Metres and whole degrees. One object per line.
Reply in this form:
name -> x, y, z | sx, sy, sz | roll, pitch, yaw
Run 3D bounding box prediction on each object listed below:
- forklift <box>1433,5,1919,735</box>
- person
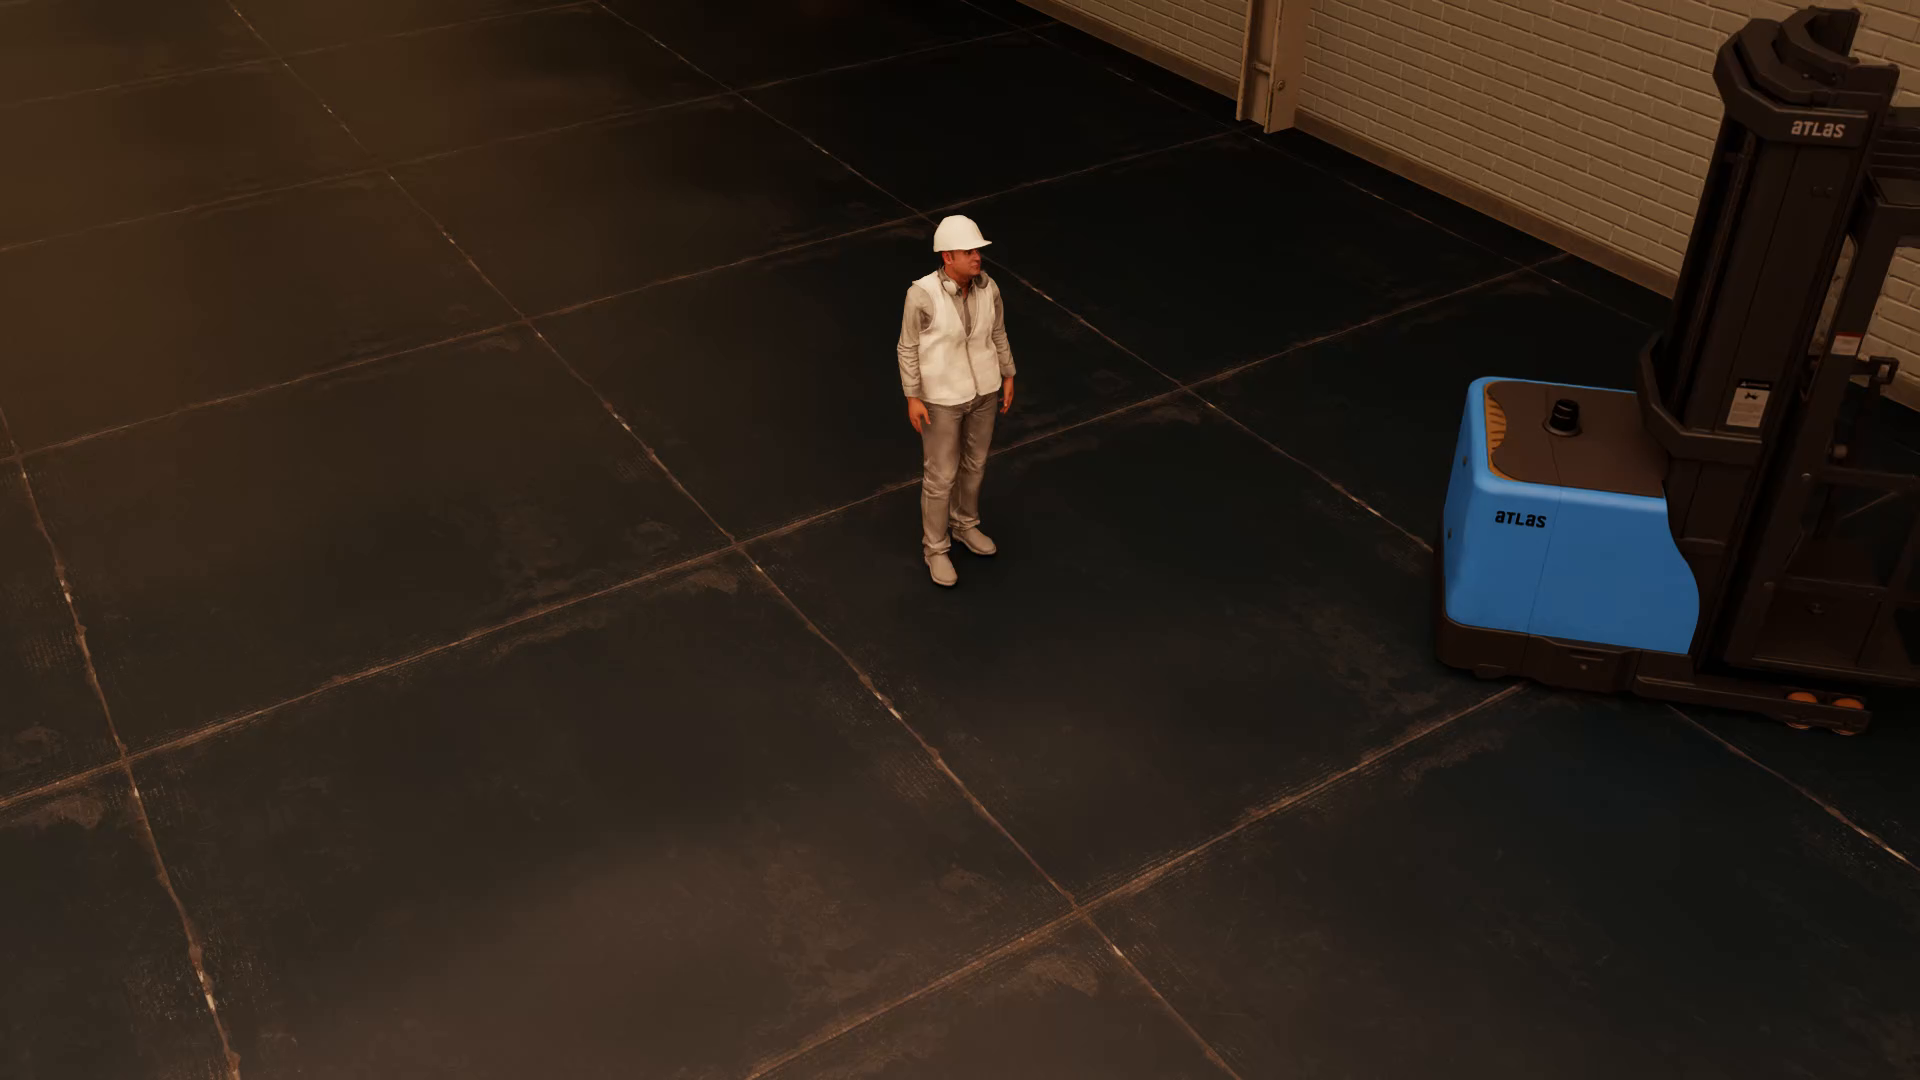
forklift -> 3.803, -0.661, 7.089 | 3.031, 2.935, 1.130 | 7, 36, 10
person -> 0.028, -0.700, 8.137 | 0.633, 1.774, 0.568 | -21, 40, -27
